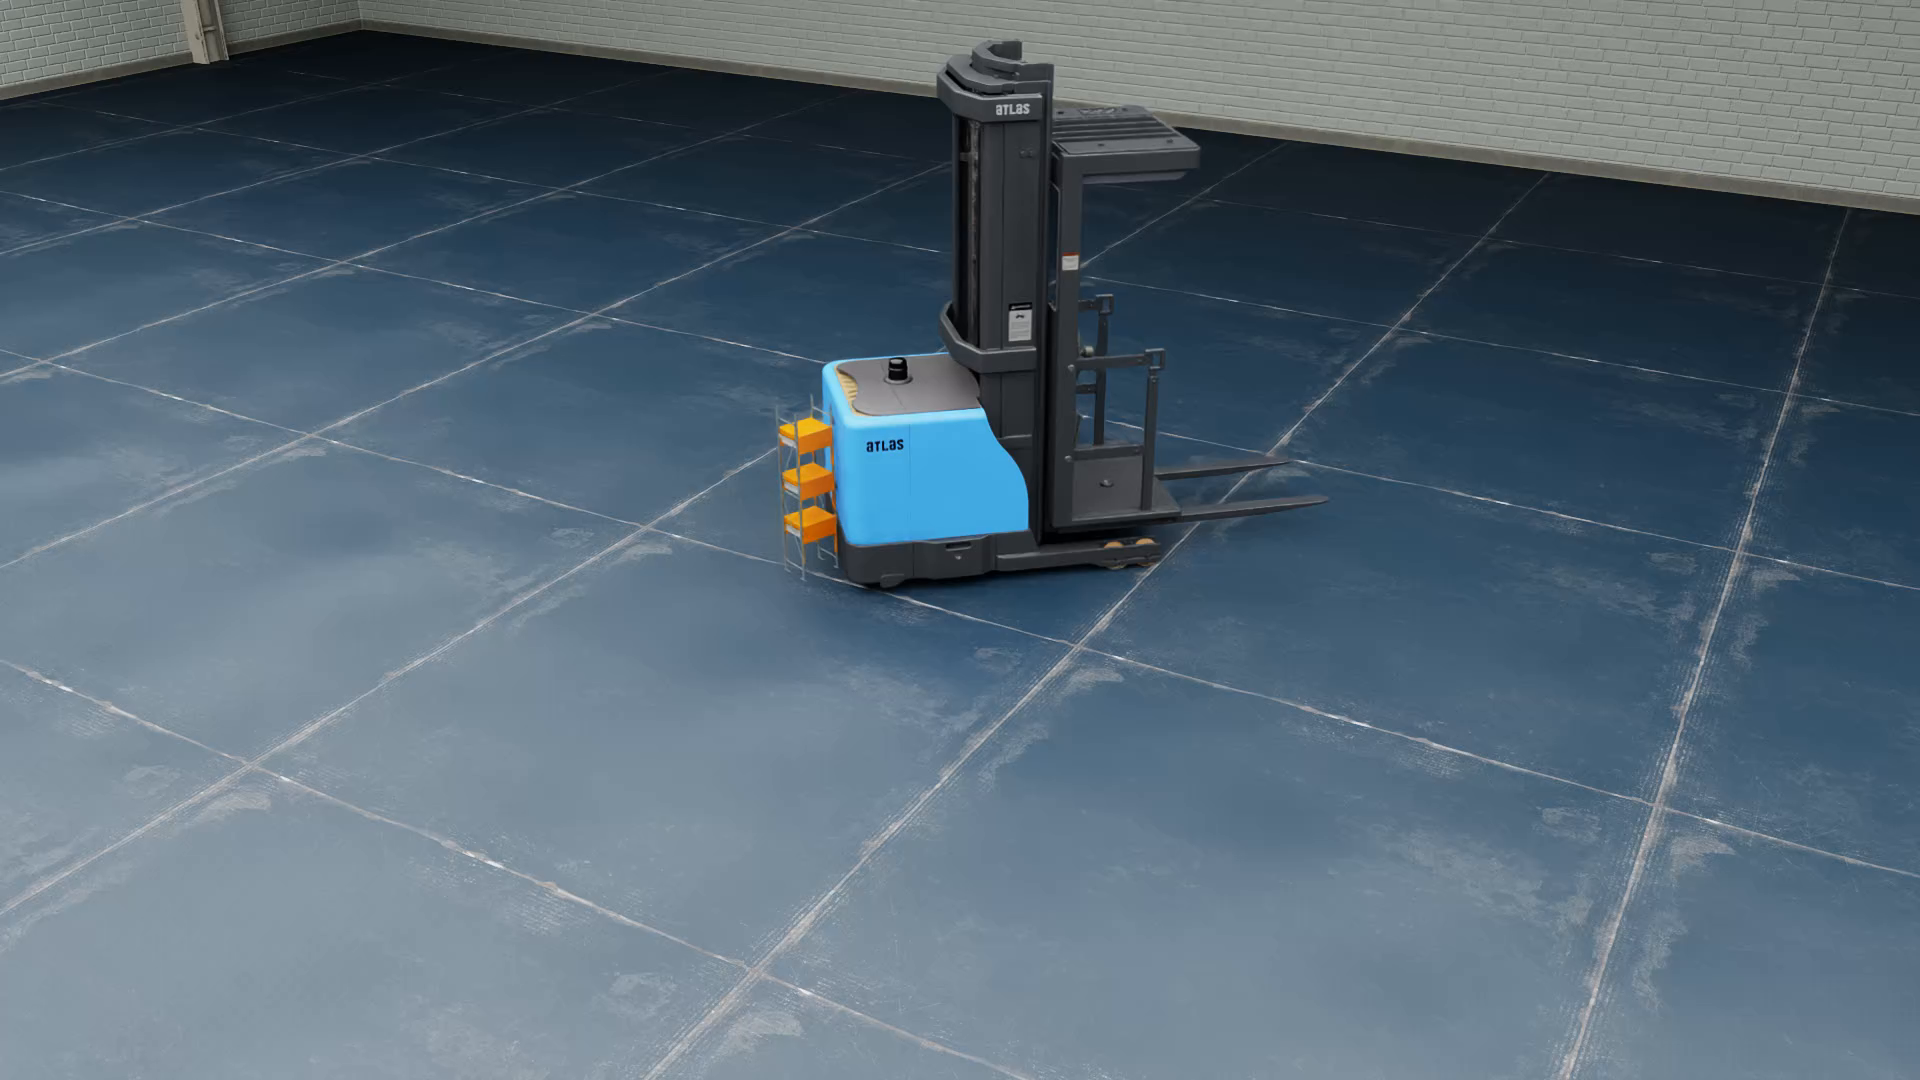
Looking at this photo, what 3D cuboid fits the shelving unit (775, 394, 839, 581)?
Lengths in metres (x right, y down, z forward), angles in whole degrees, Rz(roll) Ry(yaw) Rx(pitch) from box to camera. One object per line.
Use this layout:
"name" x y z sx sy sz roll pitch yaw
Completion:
"shelving unit" -0.885 -0.299 9.668 0.252 1.050 0.215 -21 32 -36

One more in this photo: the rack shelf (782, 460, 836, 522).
"rack shelf" -0.885 -0.289 9.673 0.240 0.259 0.215 -21 32 -36

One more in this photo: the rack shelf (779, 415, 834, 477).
"rack shelf" -0.886 -0.544 9.550 0.240 0.259 0.215 -21 32 -36

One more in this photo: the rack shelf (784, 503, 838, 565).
"rack shelf" -0.883 -0.039 9.794 0.240 0.259 0.215 -21 32 -36

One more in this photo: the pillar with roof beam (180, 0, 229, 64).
"pillar with roof beam" -7.132 -10.036 20.246 9.100 9.000 0.400 14 30 26

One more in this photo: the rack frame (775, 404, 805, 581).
"rack frame" -0.978 -0.264 9.598 0.008 1.050 0.200 -21 32 -36

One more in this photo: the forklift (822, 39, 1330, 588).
"forklift" 0.732 -1.359 9.690 3.031 2.935 1.130 -6 27 -11

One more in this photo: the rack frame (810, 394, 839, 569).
"rack frame" -0.792 -0.333 9.739 0.008 1.050 0.200 -21 32 -36
